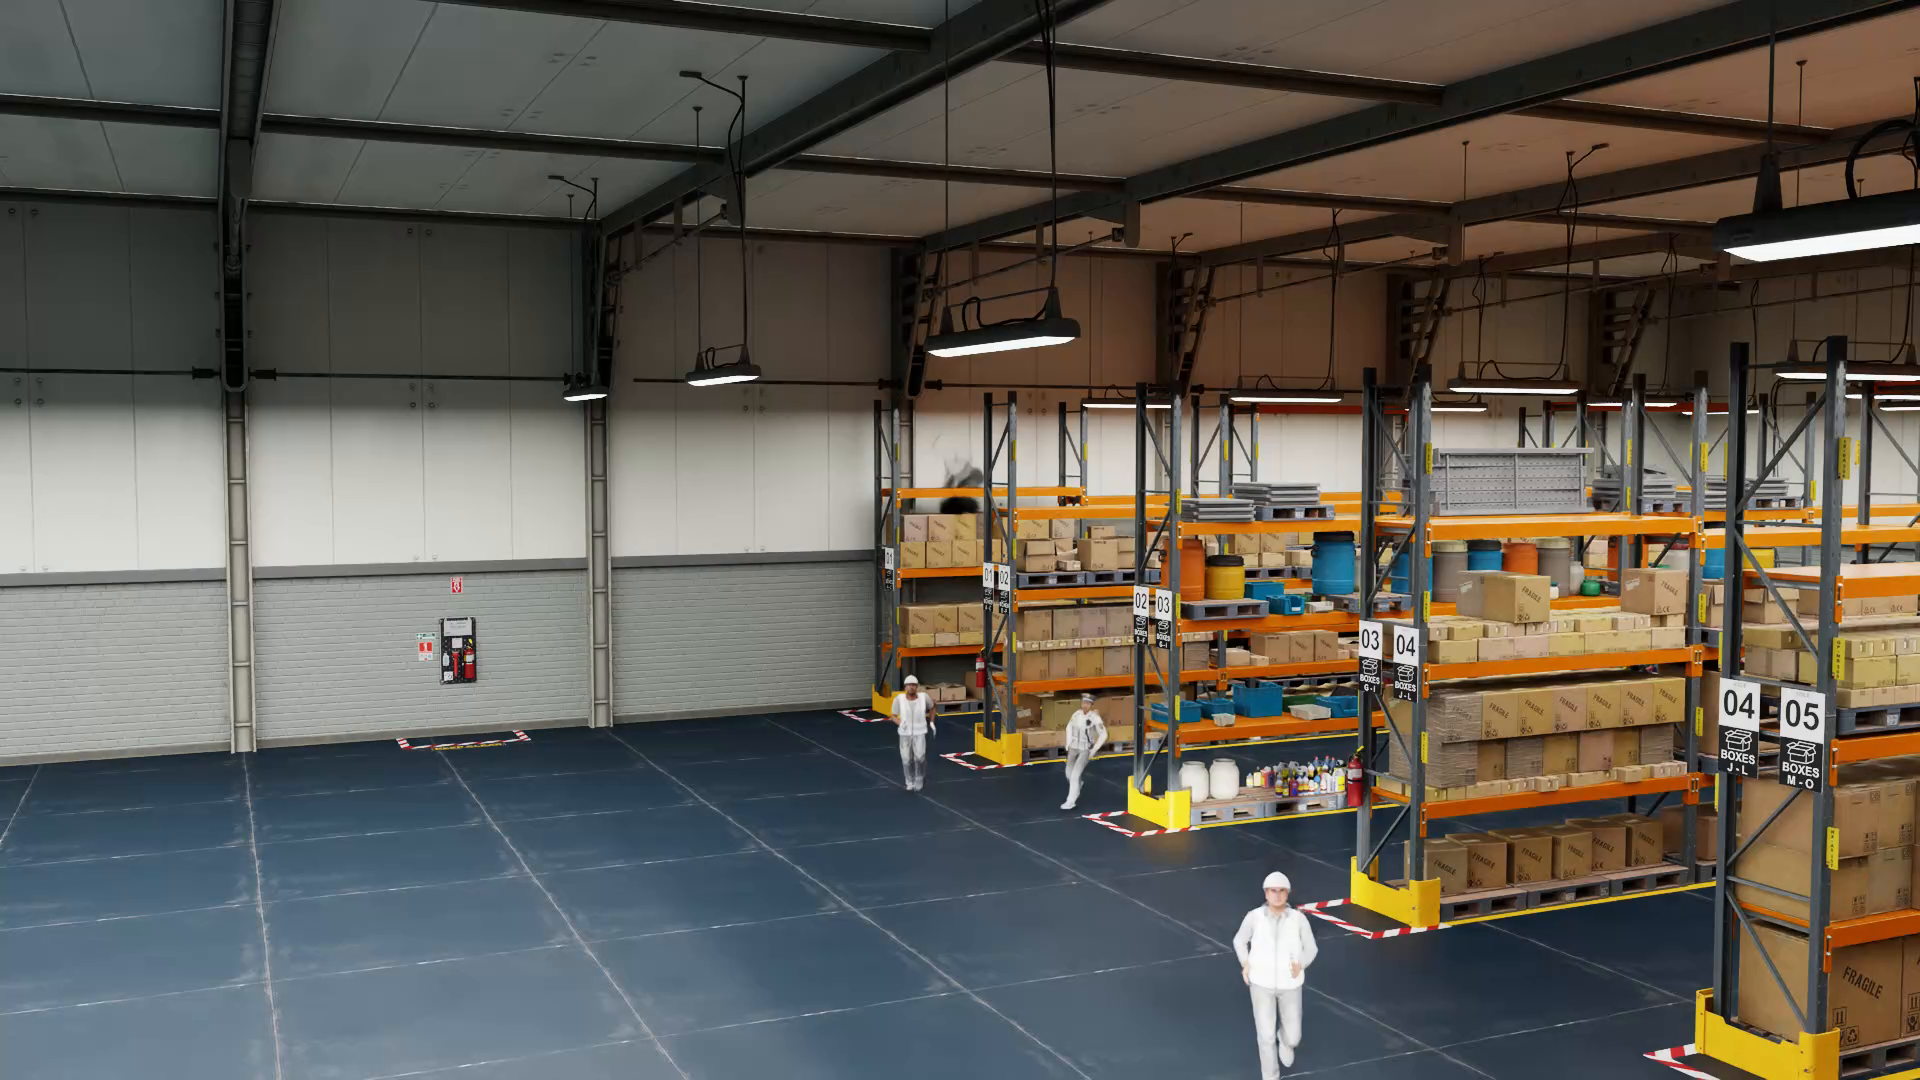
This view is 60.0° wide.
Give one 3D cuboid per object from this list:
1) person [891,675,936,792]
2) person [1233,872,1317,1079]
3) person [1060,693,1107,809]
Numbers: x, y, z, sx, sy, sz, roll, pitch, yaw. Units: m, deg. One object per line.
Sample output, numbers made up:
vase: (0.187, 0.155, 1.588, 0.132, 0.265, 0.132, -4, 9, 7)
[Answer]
person: (-0.684, 2.852, 24.426, 0.667, 1.734, 0.738, 0, 3, -1)
person: (2.521, 3.522, 13.315, 0.665, 1.732, 0.753, 1, 3, 9)
person: (1.782, 2.970, 23.584, 0.673, 1.644, 0.657, 2, 4, 32)
